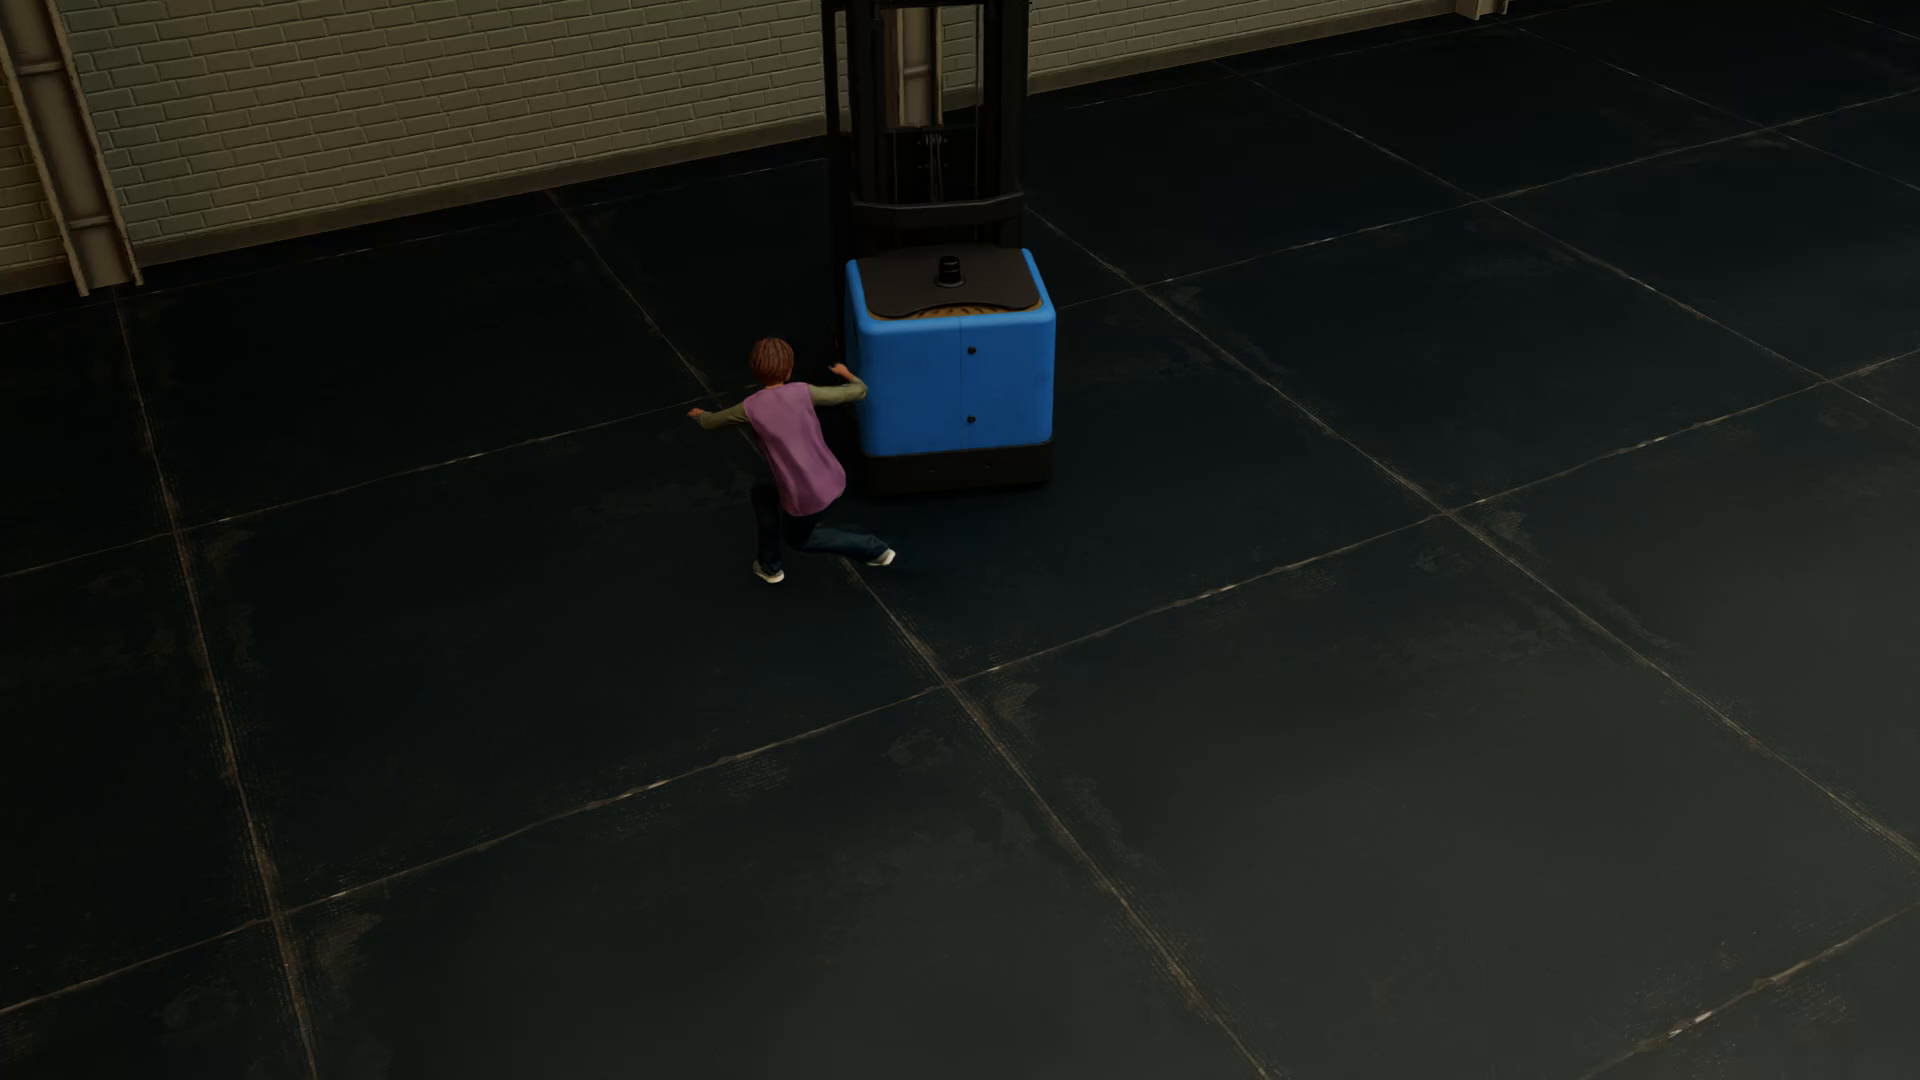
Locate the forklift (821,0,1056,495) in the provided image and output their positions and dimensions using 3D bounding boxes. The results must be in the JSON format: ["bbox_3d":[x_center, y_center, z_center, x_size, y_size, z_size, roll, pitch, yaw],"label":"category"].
[{"bbox_3d":[-0.218,-2.278,9.345,1.130,2.935,3.031,-5,36,-7],"label":"forklift"}]

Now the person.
[{"bbox_3d":[-0.812,-0.420,8.105,1.037,1.374,0.727,22,41,28],"label":"person"}]
